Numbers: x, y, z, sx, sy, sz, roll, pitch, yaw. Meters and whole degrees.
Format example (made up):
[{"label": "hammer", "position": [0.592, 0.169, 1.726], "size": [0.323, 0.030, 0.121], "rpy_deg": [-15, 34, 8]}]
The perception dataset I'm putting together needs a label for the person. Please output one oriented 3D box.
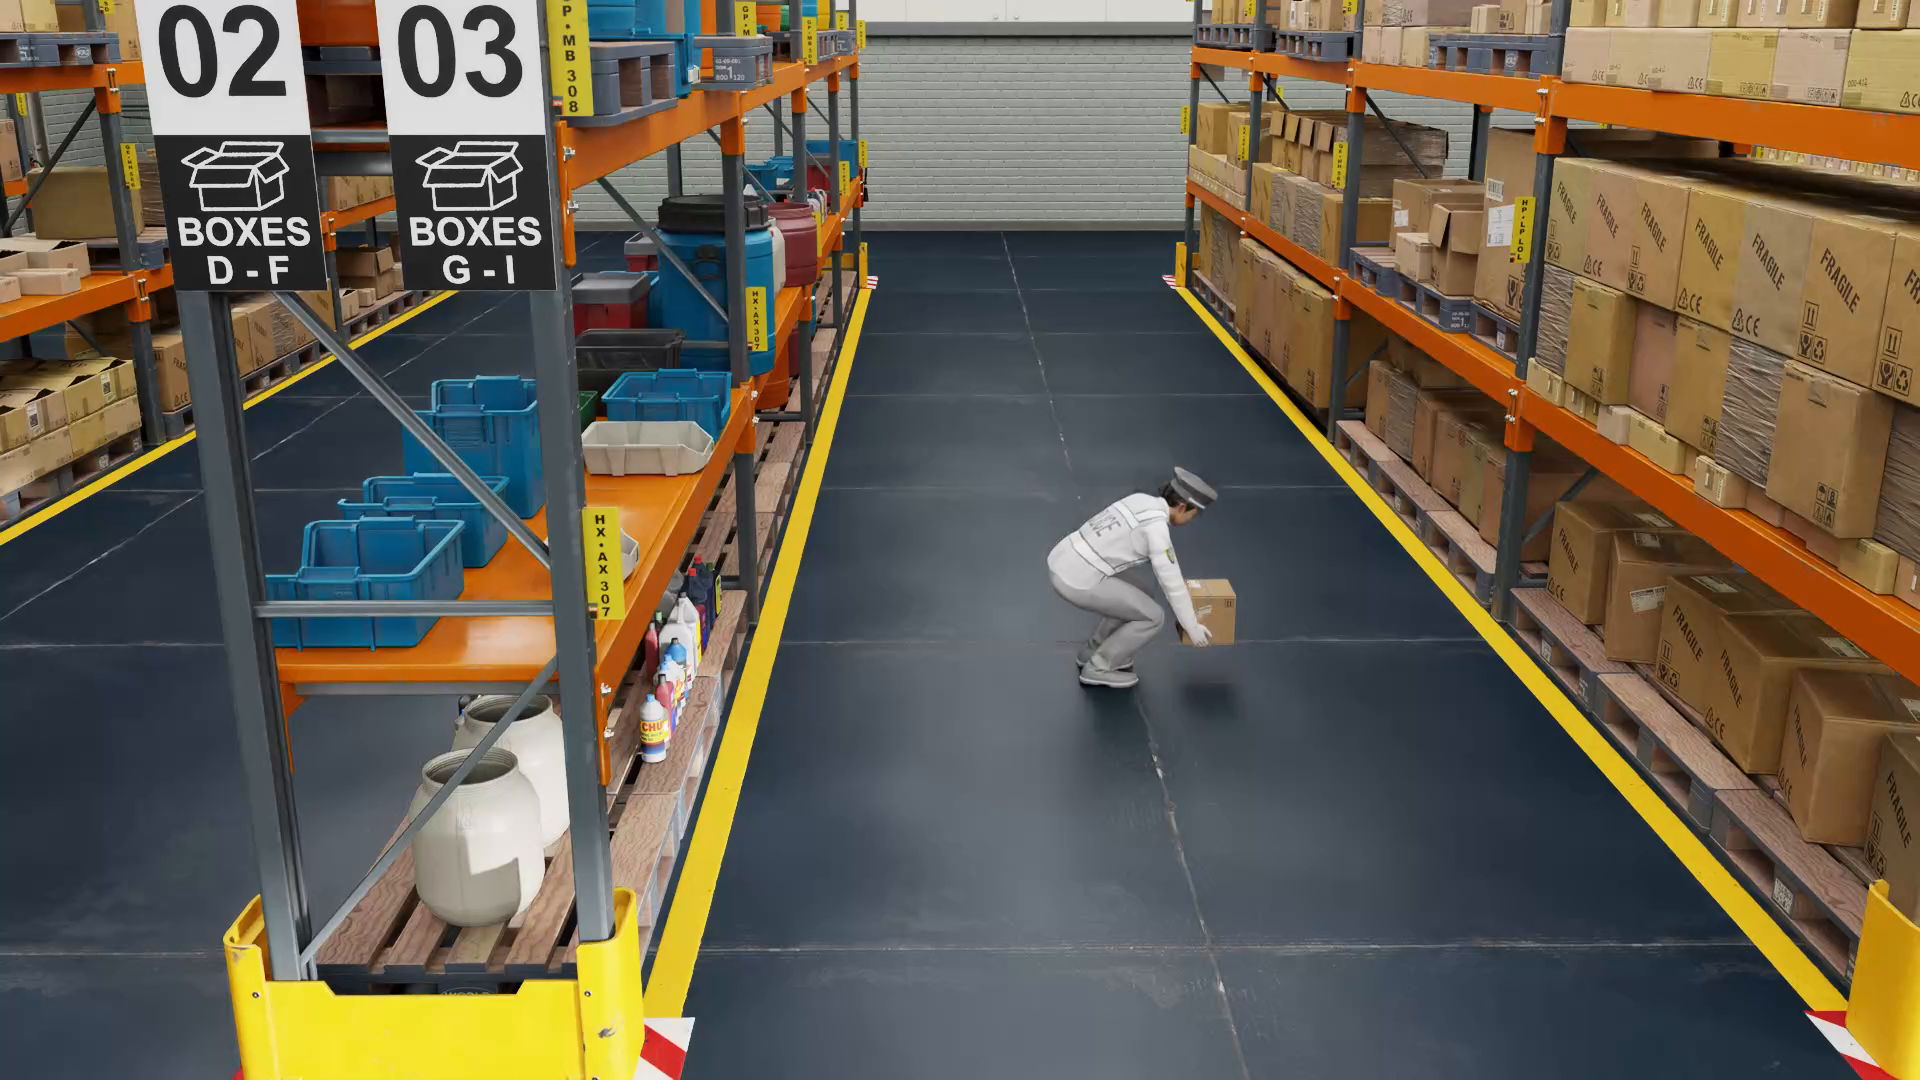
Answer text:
[{"label": "person", "position": [0.834, 0.164, 8.088], "size": [0.820, 1.036, 0.499], "rpy_deg": [0, 17, -1]}]
